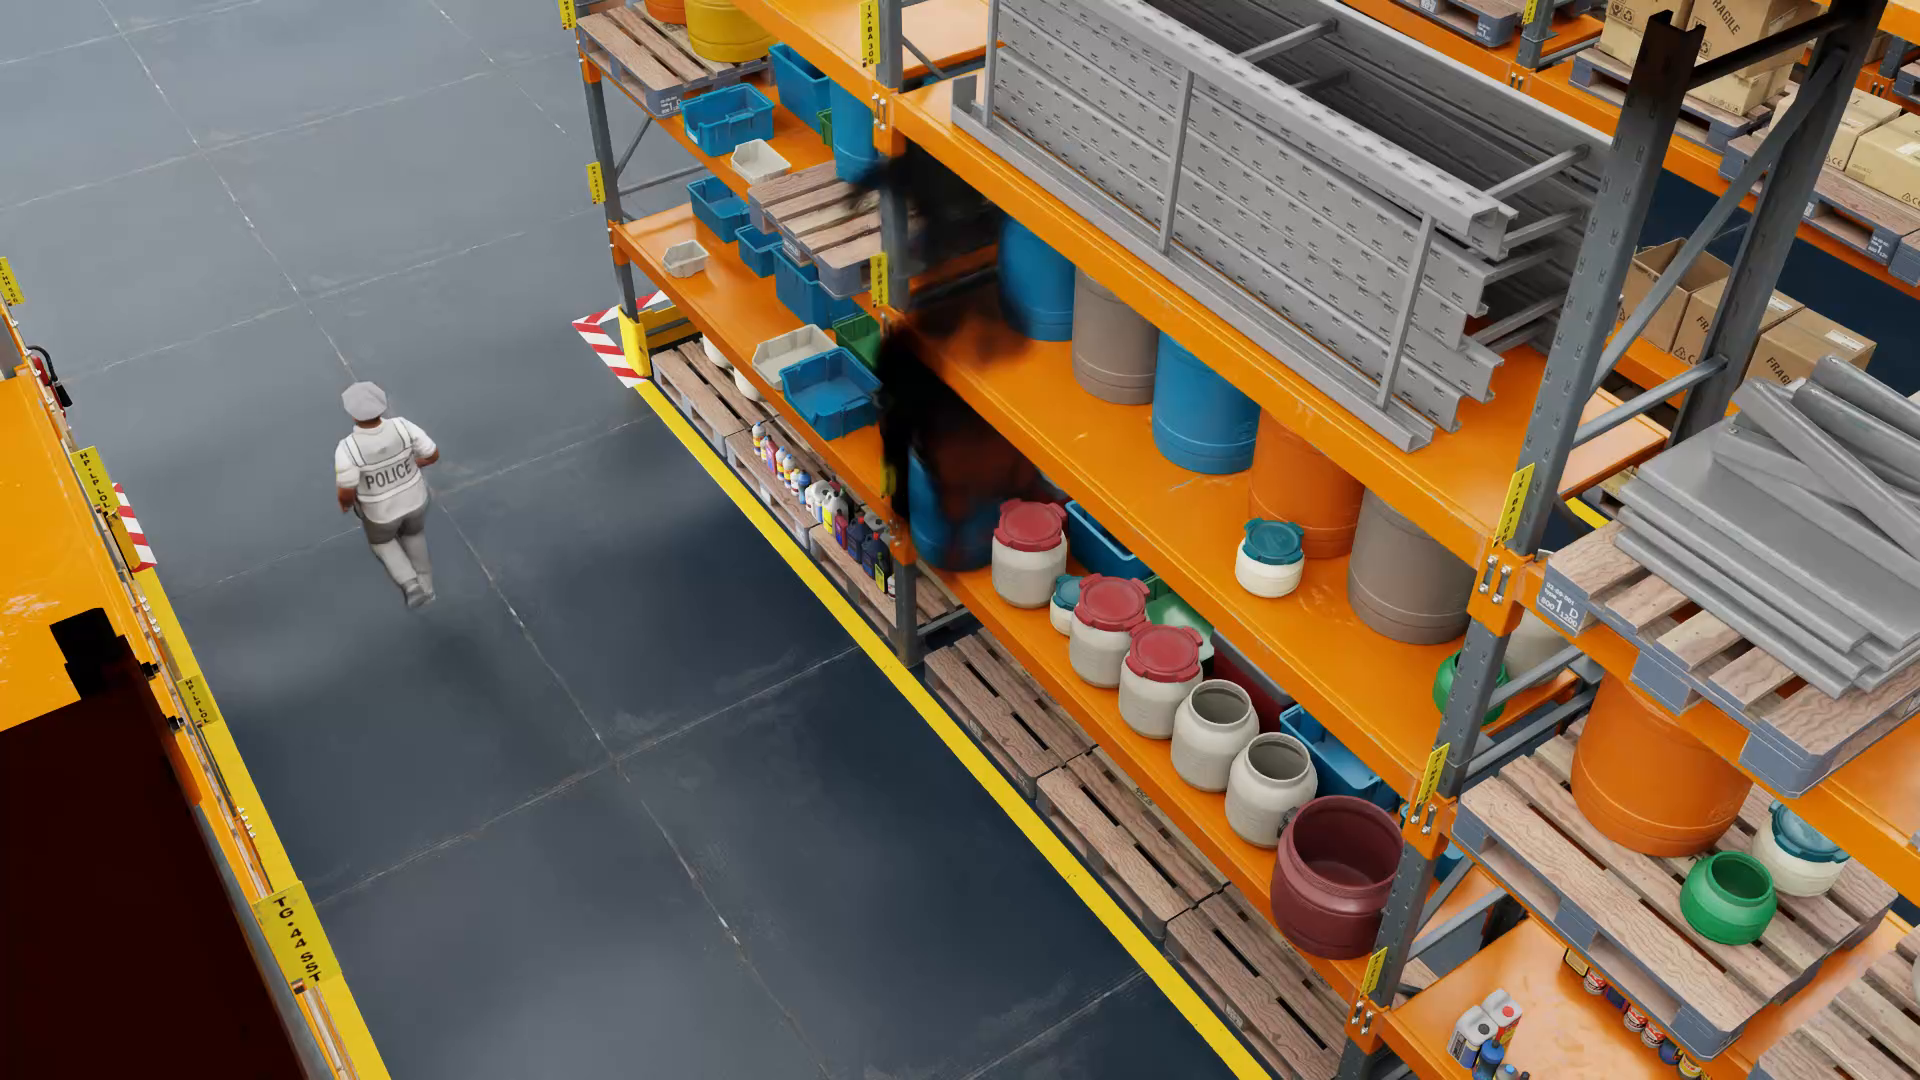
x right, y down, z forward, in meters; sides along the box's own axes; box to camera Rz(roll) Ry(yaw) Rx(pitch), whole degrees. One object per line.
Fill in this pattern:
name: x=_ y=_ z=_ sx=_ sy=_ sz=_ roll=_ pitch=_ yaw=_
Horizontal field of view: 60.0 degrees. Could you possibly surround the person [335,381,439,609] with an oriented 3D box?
person: x=-3.516 y=-0.242 z=10.324 sx=0.665 sy=1.757 sz=0.602 roll=-29 pitch=50 yaw=-28
